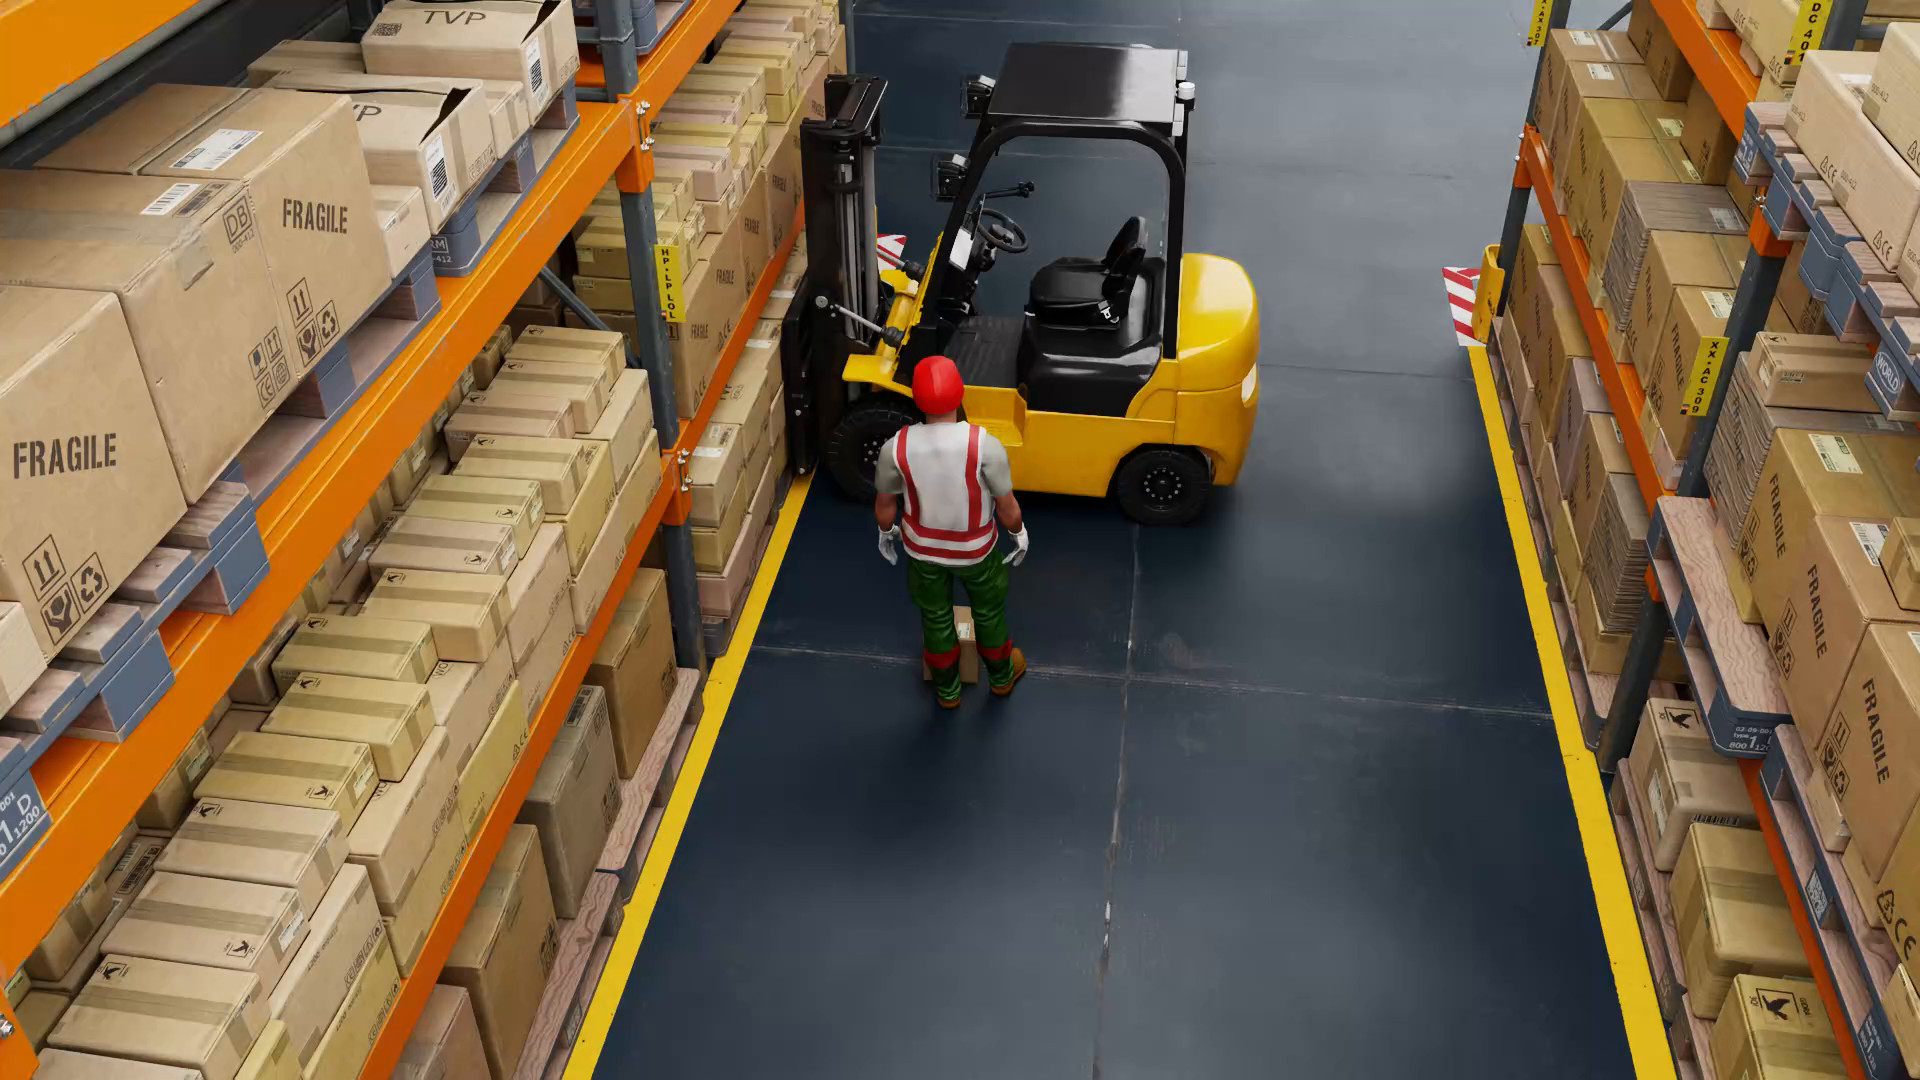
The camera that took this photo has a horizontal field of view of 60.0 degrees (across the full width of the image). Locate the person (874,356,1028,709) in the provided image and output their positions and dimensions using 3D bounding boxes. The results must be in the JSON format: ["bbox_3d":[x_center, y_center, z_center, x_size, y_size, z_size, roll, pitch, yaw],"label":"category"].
[{"bbox_3d":[-0.024,-0.038,7.057,0.638,1.787,0.564,4,36,6],"label":"person"}]
